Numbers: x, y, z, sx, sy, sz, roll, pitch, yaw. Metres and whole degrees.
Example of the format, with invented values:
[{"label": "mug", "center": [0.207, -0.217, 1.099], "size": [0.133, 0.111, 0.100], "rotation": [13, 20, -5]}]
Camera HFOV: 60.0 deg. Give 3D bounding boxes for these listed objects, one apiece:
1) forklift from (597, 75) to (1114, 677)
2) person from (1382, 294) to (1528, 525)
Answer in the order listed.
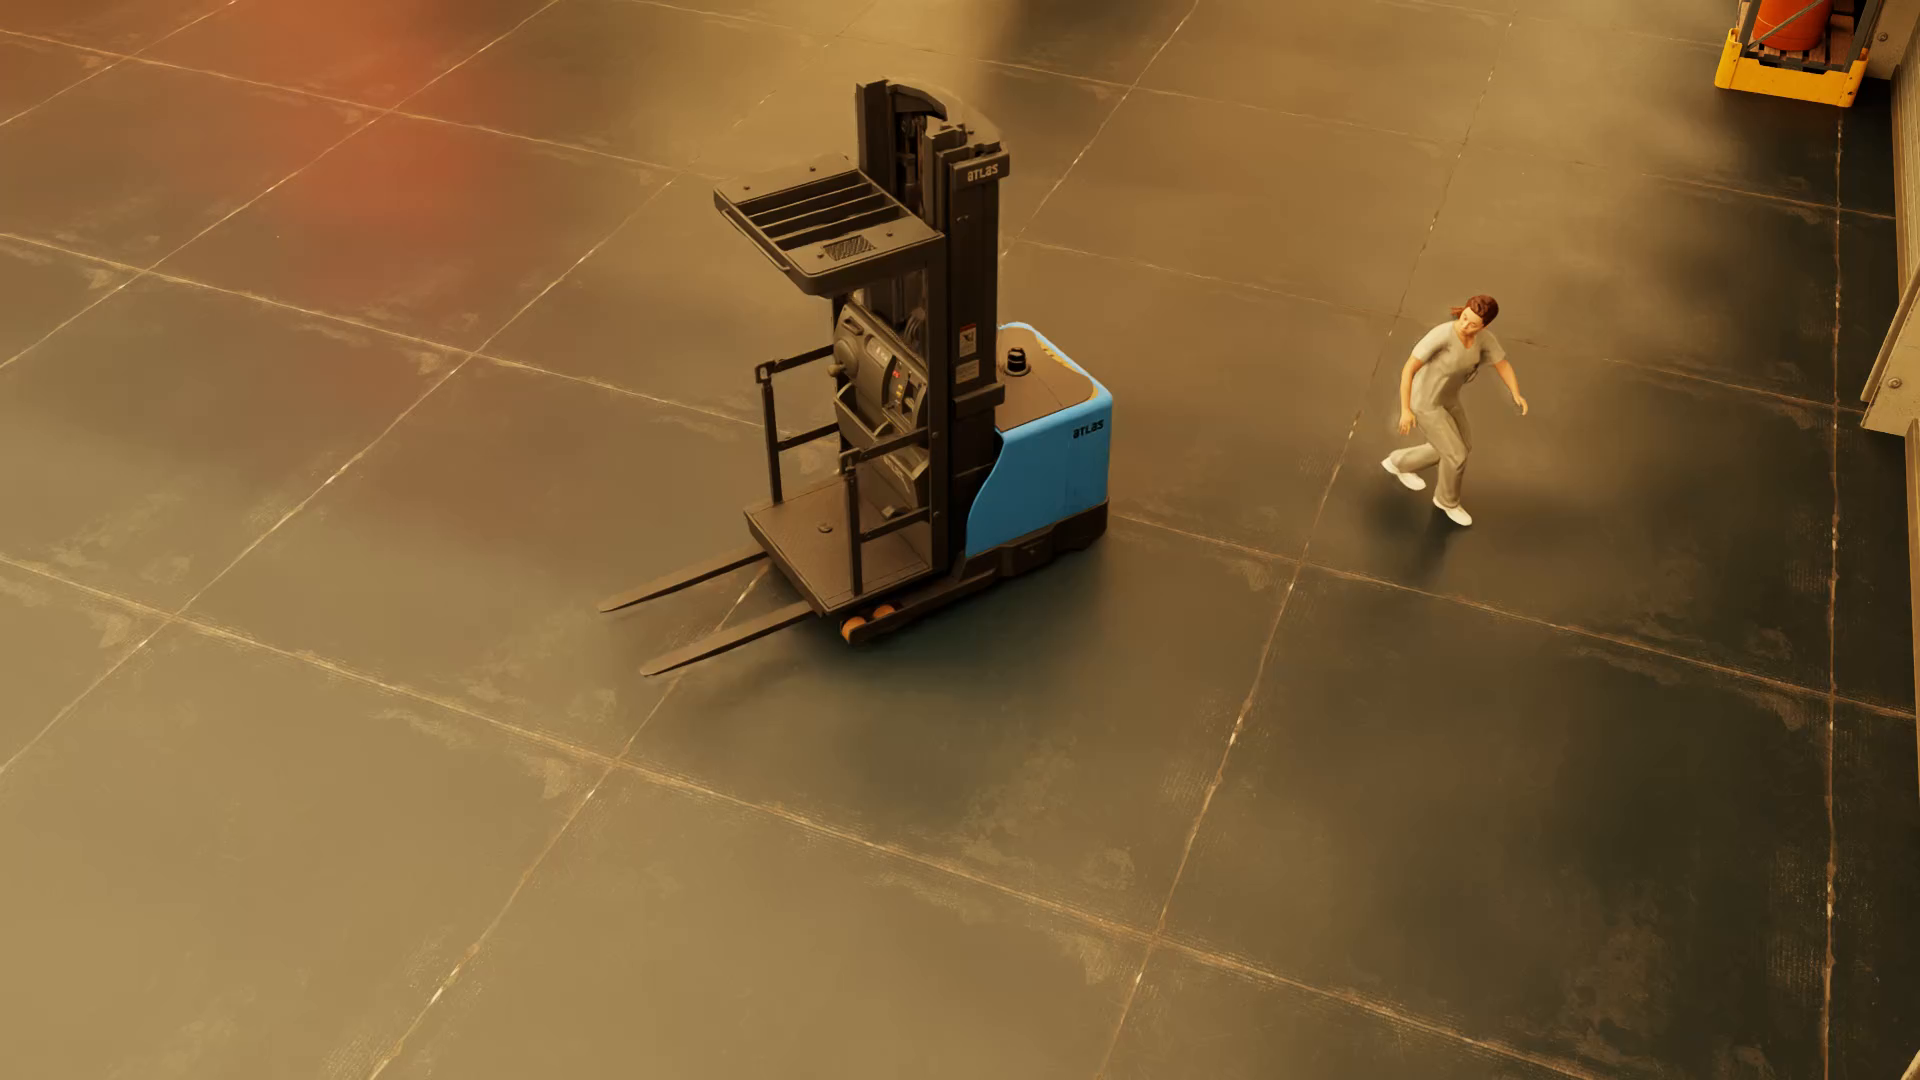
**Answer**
[{"label": "forklift", "center": [-0.615, -0.906, 9.088], "size": [3.031, 2.935, 1.130], "rotation": [-22, 45, -24]}, {"label": "person", "center": [2.945, -0.766, 10.013], "size": [0.774, 1.542, 0.802], "rotation": [-27, 47, -29]}]
